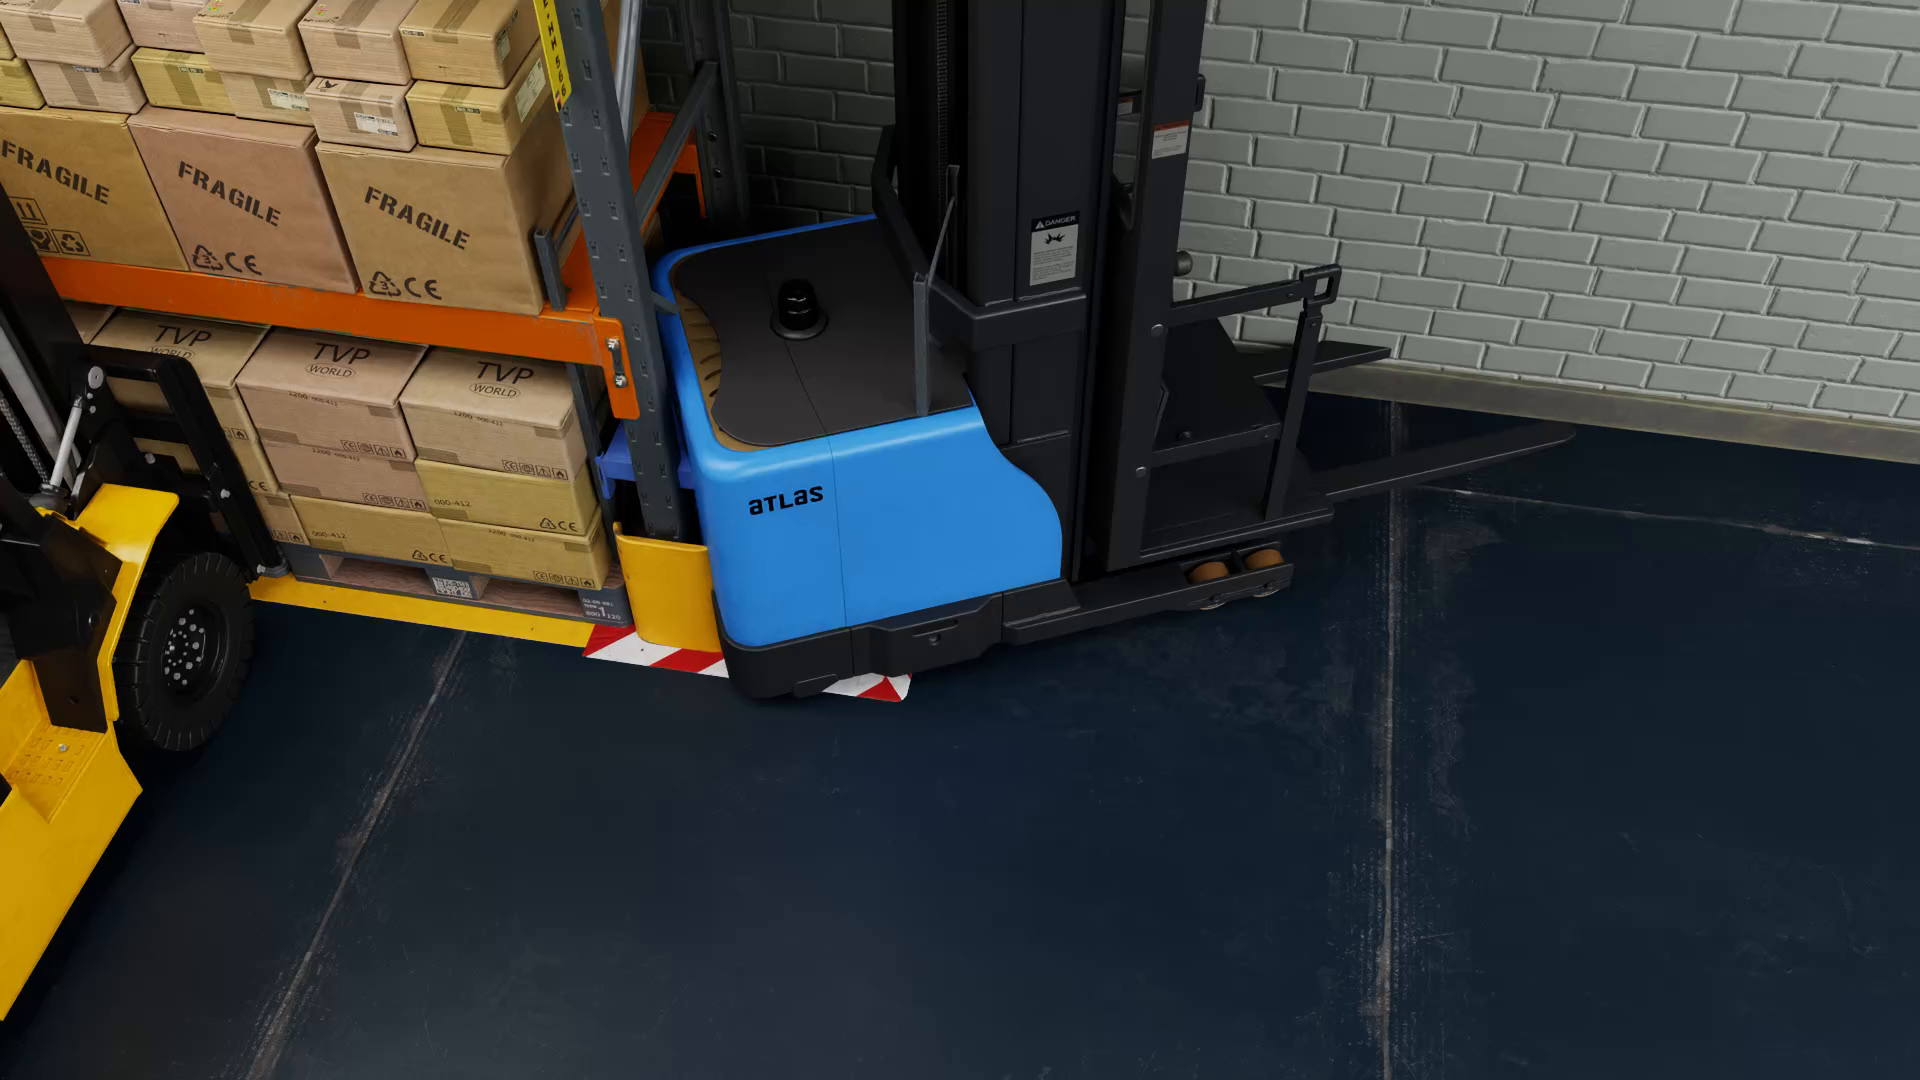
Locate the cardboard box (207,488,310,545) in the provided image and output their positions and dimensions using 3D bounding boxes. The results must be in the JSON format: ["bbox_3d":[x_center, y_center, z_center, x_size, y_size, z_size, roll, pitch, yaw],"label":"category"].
[{"bbox_3d":[-2.326,-0.279,5.550,0.500,0.250,0.500,8,49,7],"label":"cardboard box"}]

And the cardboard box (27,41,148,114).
[{"bbox_3d":[-2.234,-1.305,4.403,0.250,0.149,0.380,6,48,6],"label":"cardboard box"}]

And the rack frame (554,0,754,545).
[{"bbox_3d":[-0.829,-1.081,4.705,0.127,3.000,1.000,8,49,7],"label":"rack frame"}]

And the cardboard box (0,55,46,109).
[{"bbox_3d":[-2.486,-1.324,4.420,0.250,0.149,0.380,8,49,7],"label":"cardboard box"}]

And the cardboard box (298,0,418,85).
[{"bbox_3d":[-1.467,-1.334,4.228,0.250,0.149,0.380,8,49,7],"label":"cardboard box"}]

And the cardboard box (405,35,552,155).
[{"bbox_3d":[-1.220,-1.172,4.283,0.250,0.149,0.380,8,49,7],"label":"cardboard box"}]

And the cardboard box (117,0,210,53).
[{"bbox_3d":[-1.961,-1.436,4.320,0.250,0.149,0.380,8,49,7],"label":"cardboard box"}]

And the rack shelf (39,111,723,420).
[{"bbox_3d":[-2.797,-1.105,5.210,4.000,0.370,1.077,8,49,7],"label":"rack shelf"}]

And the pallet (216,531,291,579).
[{"bbox_3d":[-2.786,-0.383,5.952,1.213,0.211,1.003,8,49,7],"label":"pallet"}]

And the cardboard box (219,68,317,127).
[{"bbox_3d":[-1.721,-1.263,4.365,0.250,0.149,0.380,8,49,8],"label":"cardboard box"}]

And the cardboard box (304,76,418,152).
[{"bbox_3d":[-1.477,-1.184,4.294,0.250,0.149,0.380,8,49,7],"label":"cardboard box"}]

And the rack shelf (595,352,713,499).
[{"bbox_3d":[-0.562,-0.312,5.175,1.000,0.185,0.538,8,50,7],"label":"rack shelf"}]

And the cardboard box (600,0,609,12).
[{"bbox_3d":[-1.116,-1.566,4.637,0.250,0.149,0.380,7,48,6],"label":"cardboard box"}]

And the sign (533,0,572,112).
[{"bbox_3d":[-0.939,-1.152,3.831,0.005,0.325,0.100,8,49,7],"label":"sign"}]

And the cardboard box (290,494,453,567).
[{"bbox_3d":[-1.835,-0.206,5.485,0.500,0.250,0.500,8,49,7],"label":"cardboard box"}]

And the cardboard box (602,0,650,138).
[{"bbox_3d":[-1.267,-1.383,4.909,0.500,0.500,0.500,9,49,8],"label":"cardboard box"}]

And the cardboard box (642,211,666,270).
[{"bbox_3d":[-1.268,-0.839,5.381,0.500,0.250,0.500,7,48,6],"label":"cardboard box"}]

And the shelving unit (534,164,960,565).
[{"bbox_3d":[-0.562,-0.428,5.038,1.048,1.500,0.538,8,50,7],"label":"shelving unit"}]

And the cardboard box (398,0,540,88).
[{"bbox_3d":[-1.219,-1.324,4.220,0.250,0.149,0.380,8,49,7],"label":"cardboard box"}]

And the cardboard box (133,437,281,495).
[{"bbox_3d":[-2.367,-0.432,5.352,0.500,0.250,0.500,7,48,6],"label":"cardboard box"}]

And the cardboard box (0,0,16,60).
[{"bbox_3d":[-2.493,-1.419,4.305,0.250,0.149,0.380,9,49,8],"label":"cardboard box"}]

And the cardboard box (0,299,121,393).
[{"bbox_3d":[-2.837,-0.664,5.224,0.500,0.250,0.500,7,48,6],"label":"cardboard box"}]

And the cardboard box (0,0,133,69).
[{"bbox_3d":[-2.237,-1.389,4.278,0.250,0.149,0.380,9,49,8],"label":"cardboard box"}]

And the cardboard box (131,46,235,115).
[{"bbox_3d":[-1.963,-1.304,4.402,0.250,0.149,0.380,7,48,7],"label":"cardboard box"}]

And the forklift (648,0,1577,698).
[{"bbox_3d":[0.602,-1.114,4.780,3.031,2.935,1.130,-13,49,-11],"label":"forklift"}]

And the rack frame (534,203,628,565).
[{"bbox_3d":[-1.062,-0.498,5.096,0.032,1.500,0.500,8,50,7],"label":"rack frame"}]

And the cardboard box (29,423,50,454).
[{"bbox_3d":[-2.858,-0.501,5.414,0.500,0.250,0.500,8,48,7],"label":"cardboard box"}]

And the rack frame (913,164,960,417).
[{"bbox_3d":[-0.062,-0.358,4.980,0.032,1.500,0.500,8,50,7],"label":"rack frame"}]

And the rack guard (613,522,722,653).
[{"bbox_3d":[-0.805,-0.242,5.632,0.348,0.500,1.175,8,49,7],"label":"rack guard"}]

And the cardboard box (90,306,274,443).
[{"bbox_3d":[-2.339,-0.592,5.159,0.500,0.250,0.500,8,49,7],"label":"cardboard box"}]

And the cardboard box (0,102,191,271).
[{"bbox_3d":[-2.373,-1.130,4.682,0.500,0.500,0.500,7,48,6],"label":"cardboard box"}]

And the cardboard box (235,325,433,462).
[{"bbox_3d":[-1.841,-0.532,5.106,0.500,0.250,0.500,8,49,8],"label":"cardboard box"}]

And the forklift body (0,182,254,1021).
[{"bbox_3d":[-3.019,0.287,4.046,1.214,2.155,2.313,8,49,7],"label":"forklift body"}]

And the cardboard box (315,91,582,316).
[{"bbox_3d":[-1.360,-0.987,4.553,0.500,0.500,0.500,7,48,6],"label":"cardboard box"}]

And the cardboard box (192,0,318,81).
[{"bbox_3d":[-1.729,-1.348,4.242,0.250,0.149,0.380,9,49,8],"label":"cardboard box"}]

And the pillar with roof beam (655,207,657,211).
[{"bbox_3d":[-2.119,-0.687,0.317,0.400,9.000,9.100,8,49,7],"label":"pillar with roof beam"}]

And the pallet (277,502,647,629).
[{"bbox_3d":[-1.589,-0.220,5.805,1.213,0.211,1.003,8,49,7],"label":"pallet"}]

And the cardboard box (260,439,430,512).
[{"bbox_3d":[-1.855,-0.379,5.304,0.500,0.250,0.500,7,48,6],"label":"cardboard box"}]

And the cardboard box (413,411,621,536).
[{"bbox_3d":[-1.363,-0.305,5.238,0.500,0.250,0.500,7,48,6],"label":"cardboard box"}]

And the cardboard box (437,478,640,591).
[{"bbox_3d":[-1.347,-0.133,5.419,0.500,0.250,0.500,8,49,7],"label":"cardboard box"}]

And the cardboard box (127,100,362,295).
[{"bbox_3d":[-1.869,-1.063,4.621,0.500,0.500,0.500,9,49,8],"label":"cardboard box"}]

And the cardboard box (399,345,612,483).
[{"bbox_3d":[-1.337,-0.469,5.049,0.500,0.250,0.500,9,49,8],"label":"cardboard box"}]
